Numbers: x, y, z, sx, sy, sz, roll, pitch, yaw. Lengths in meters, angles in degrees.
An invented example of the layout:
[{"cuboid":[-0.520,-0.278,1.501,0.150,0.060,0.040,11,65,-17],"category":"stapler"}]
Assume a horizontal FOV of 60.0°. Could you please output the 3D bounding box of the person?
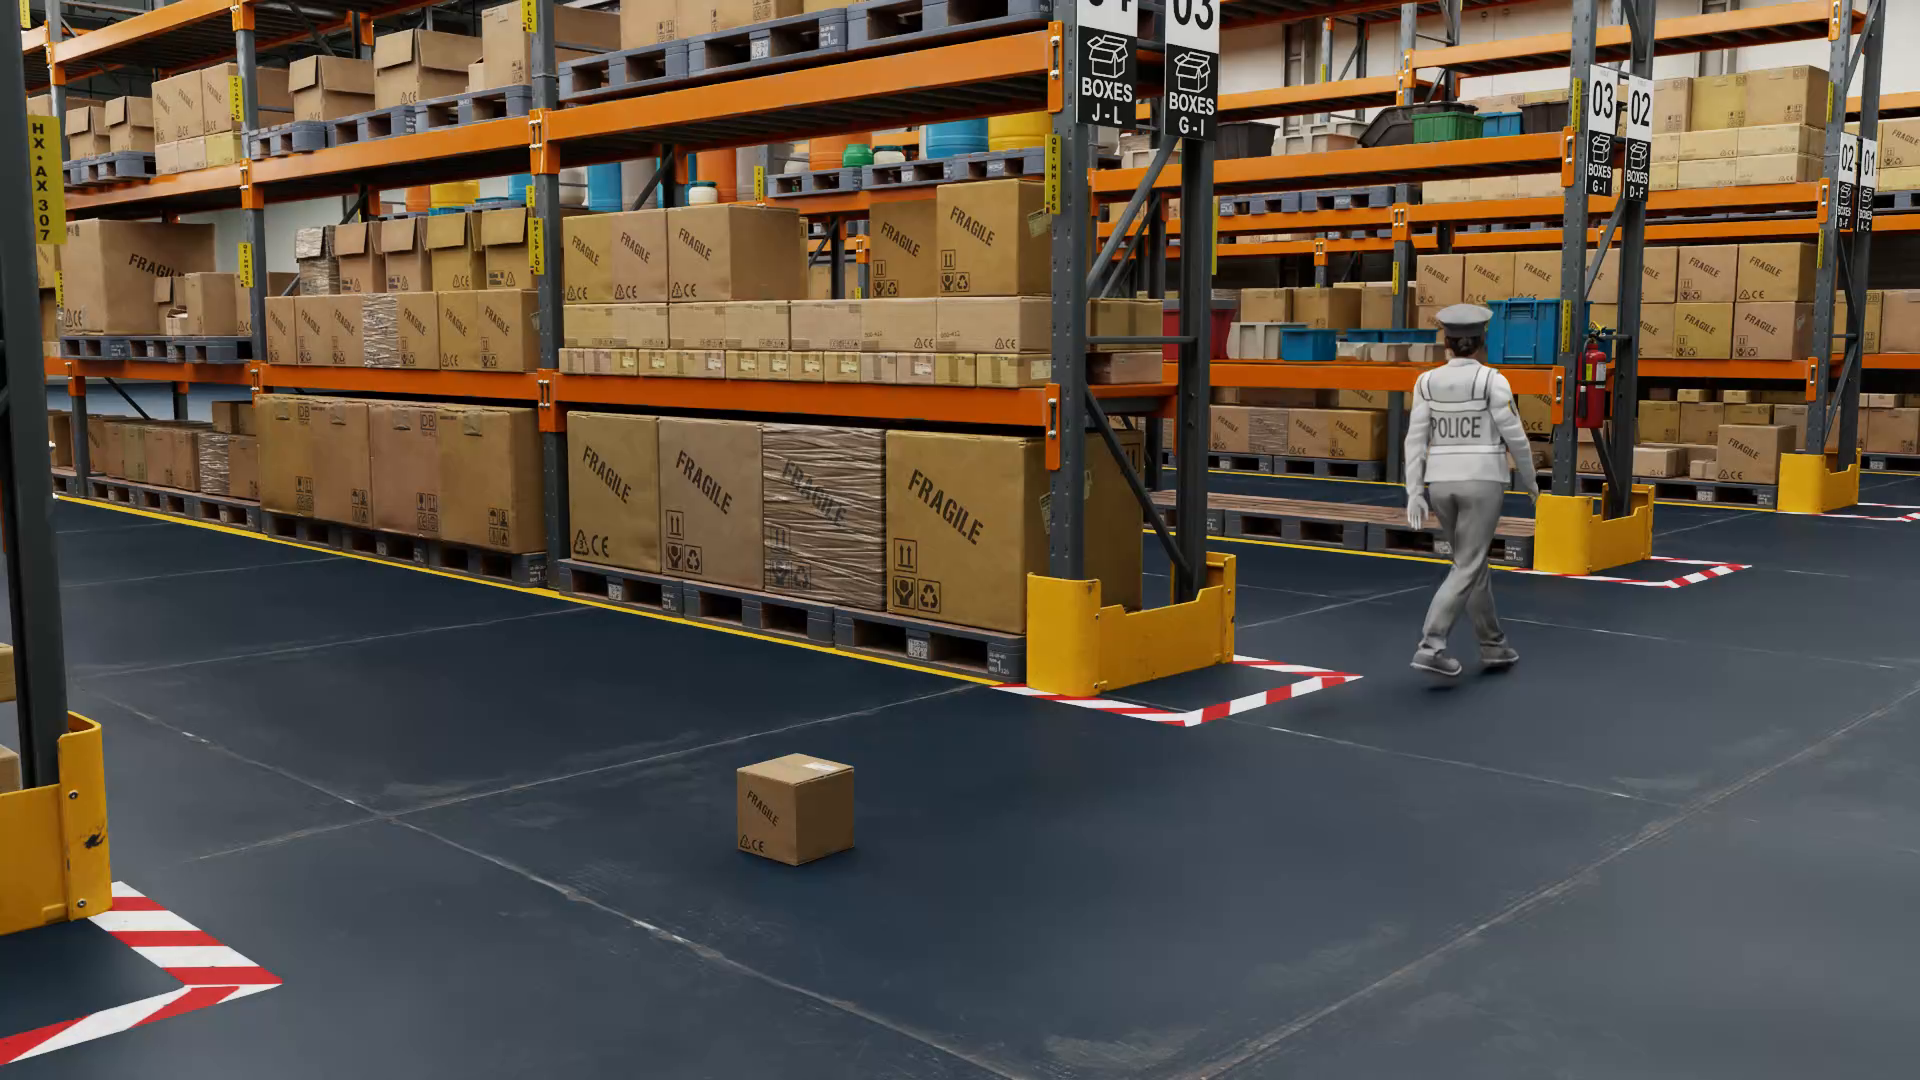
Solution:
[{"cuboid":[2.269,-0.223,7.419,0.861,1.651,0.502,-6,9,-41],"category":"person"}]
